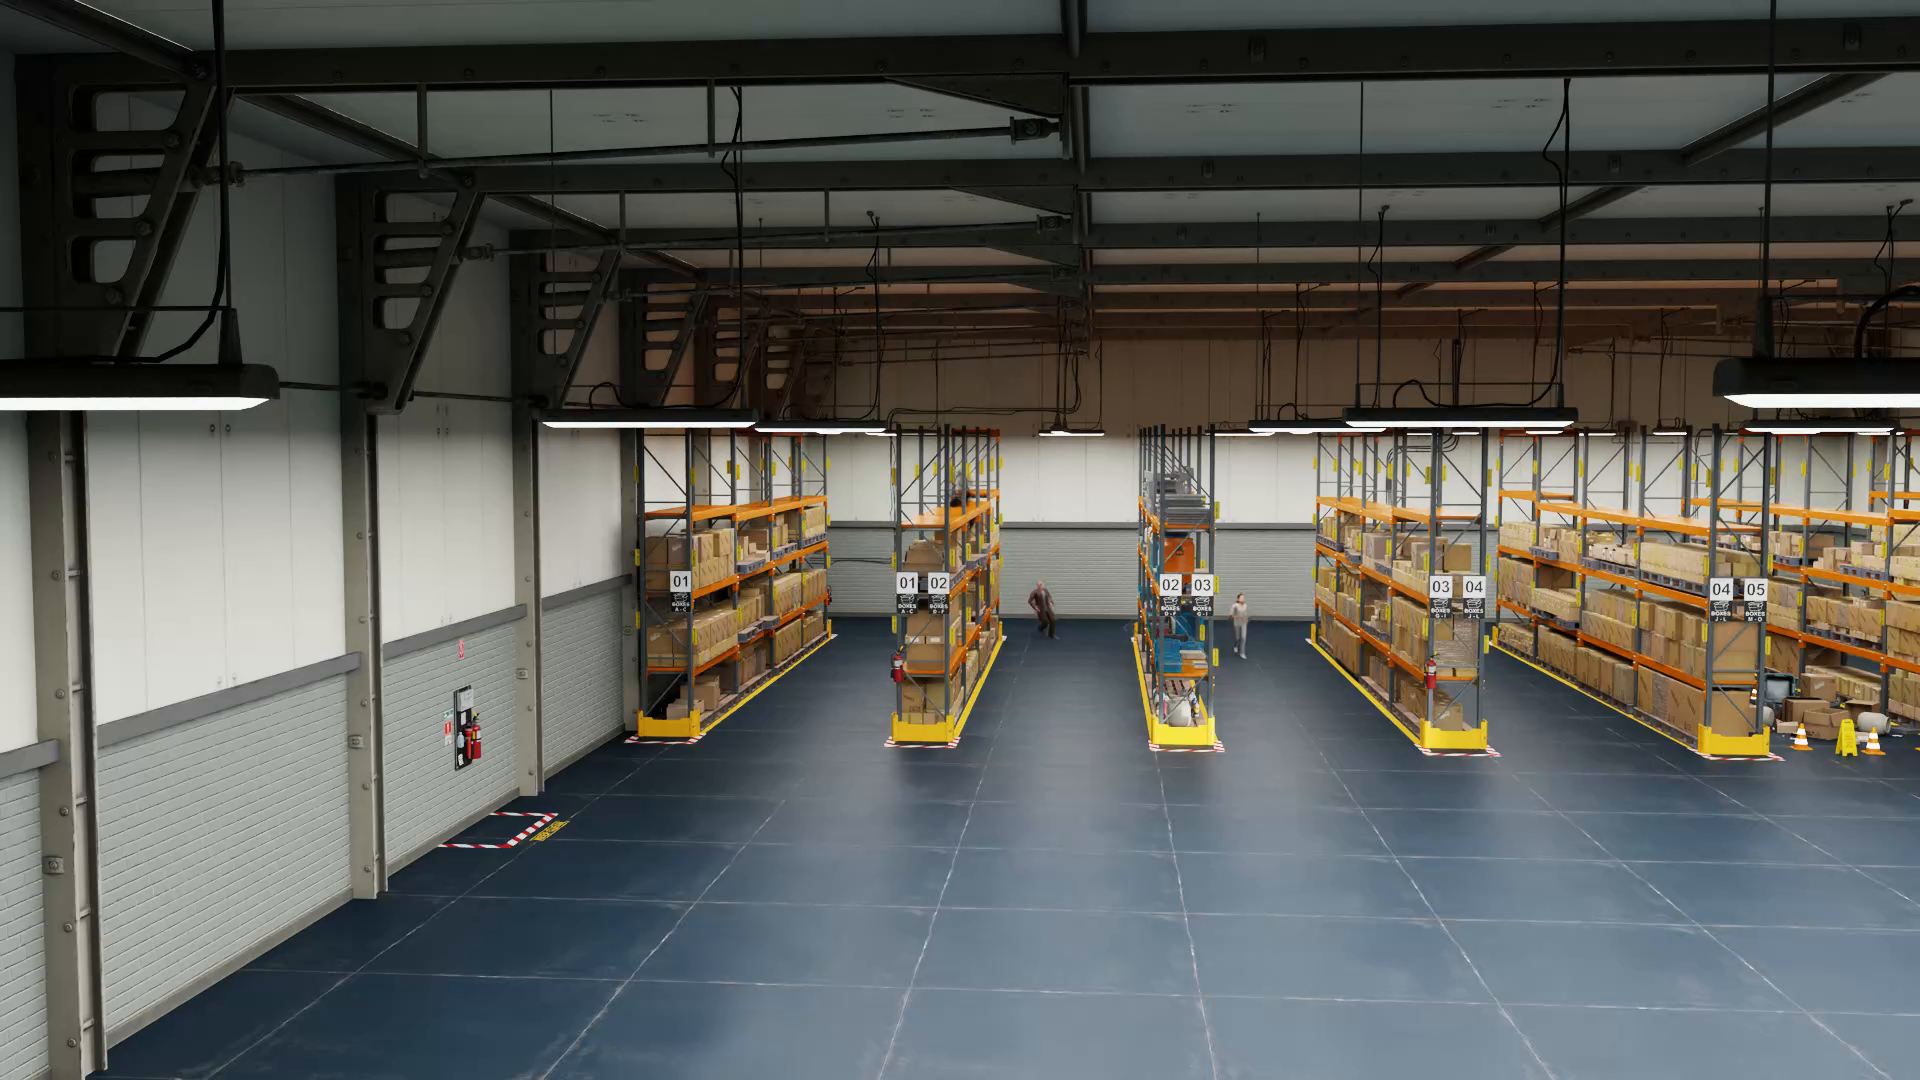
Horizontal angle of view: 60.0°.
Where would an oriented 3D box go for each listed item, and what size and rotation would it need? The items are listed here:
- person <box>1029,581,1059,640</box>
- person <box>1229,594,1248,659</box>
[{"bbox_3d":[2.316,2.000,47.567,0.799,1.701,0.751,-2,4,-30],"label":"person"},{"bbox_3d":[7.336,2.241,43.686,0.562,1.673,0.837,-1,4,-12],"label":"person"}]
